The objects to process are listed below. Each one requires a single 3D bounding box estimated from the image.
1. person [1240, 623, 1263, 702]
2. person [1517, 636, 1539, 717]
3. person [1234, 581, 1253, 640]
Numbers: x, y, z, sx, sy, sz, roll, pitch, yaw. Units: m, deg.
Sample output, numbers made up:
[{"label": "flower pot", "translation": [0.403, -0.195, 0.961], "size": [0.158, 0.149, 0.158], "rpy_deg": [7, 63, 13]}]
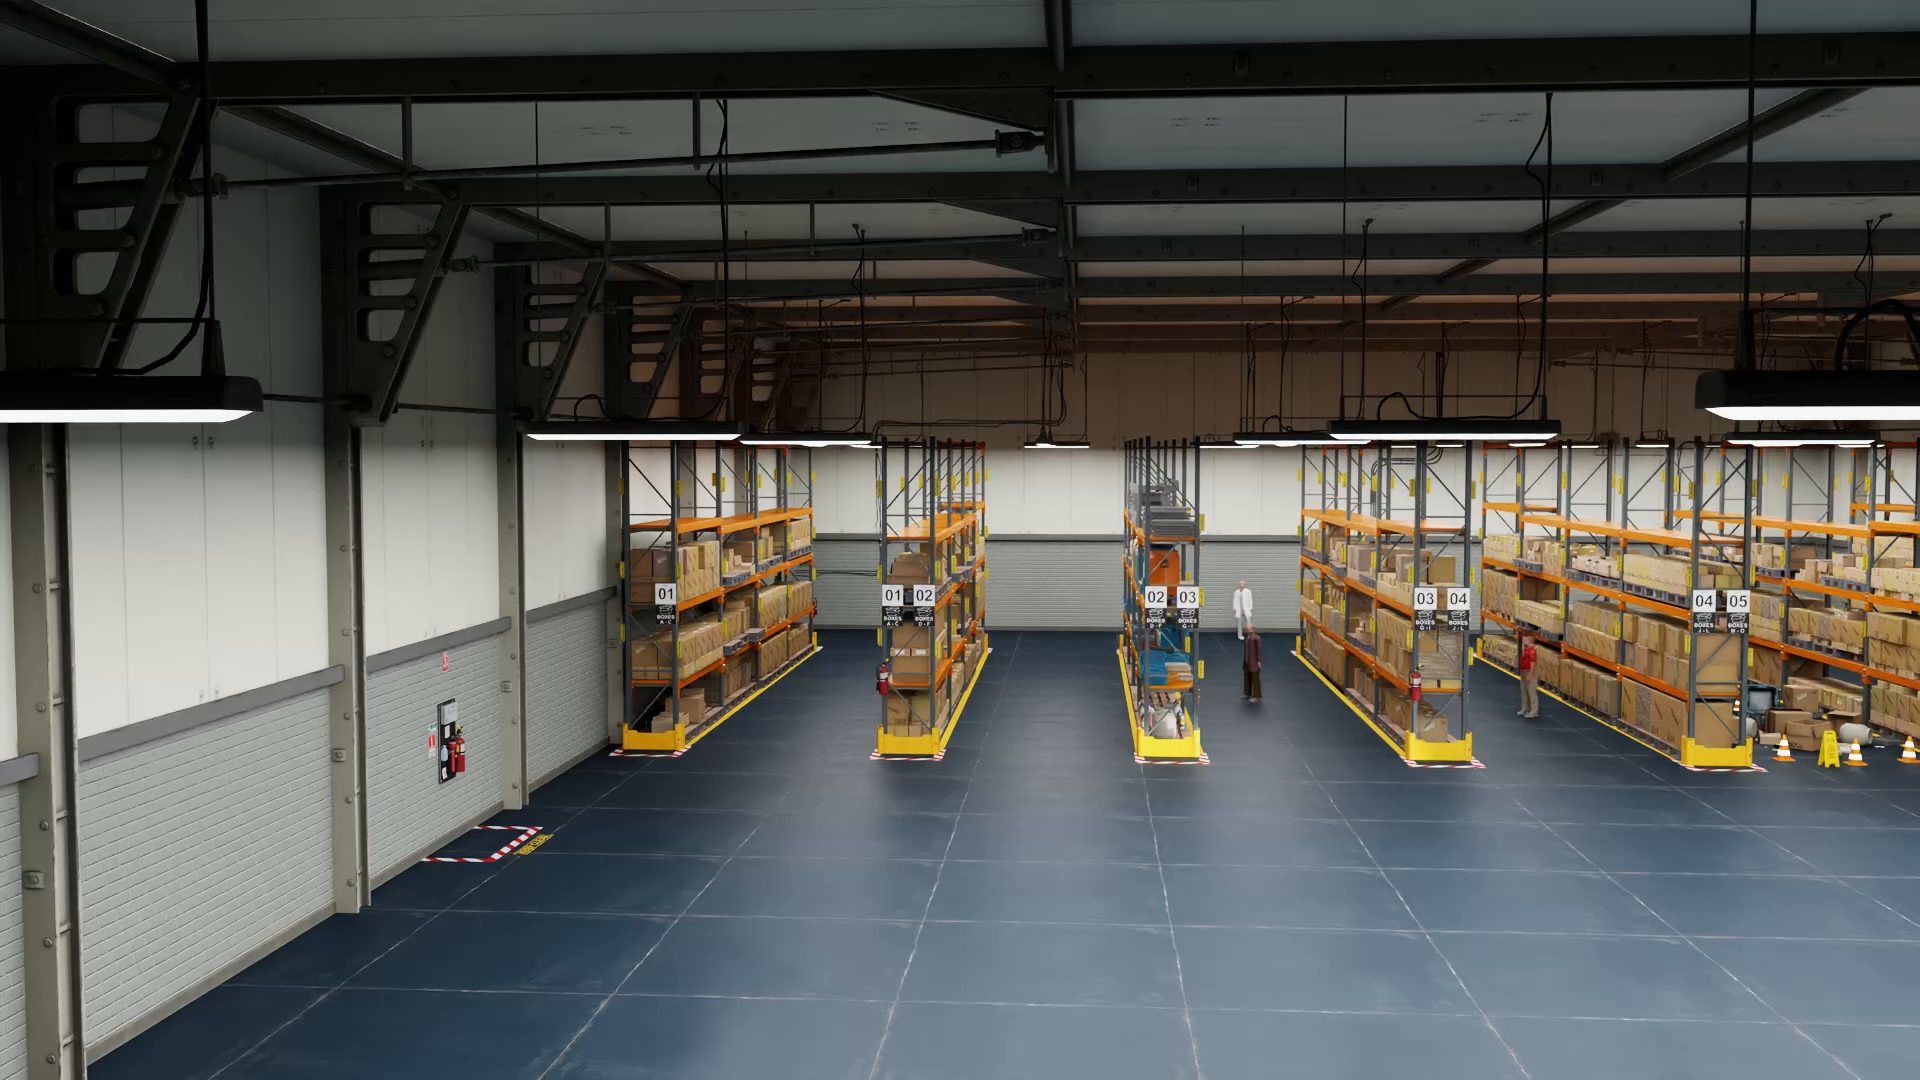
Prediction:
[{"label": "person", "translation": [6.640, 2.823, 38.072], "size": [0.418, 1.721, 0.639], "rpy_deg": [-1, 3, -21]}, {"label": "person", "translation": [12.254, 2.931, 35.865], "size": [0.401, 1.733, 0.578], "rpy_deg": [0, 3, -8]}, {"label": "person", "translation": [8.617, 2.139, 50.561], "size": [0.632, 1.797, 0.484], "rpy_deg": [1, 3, 19]}]
